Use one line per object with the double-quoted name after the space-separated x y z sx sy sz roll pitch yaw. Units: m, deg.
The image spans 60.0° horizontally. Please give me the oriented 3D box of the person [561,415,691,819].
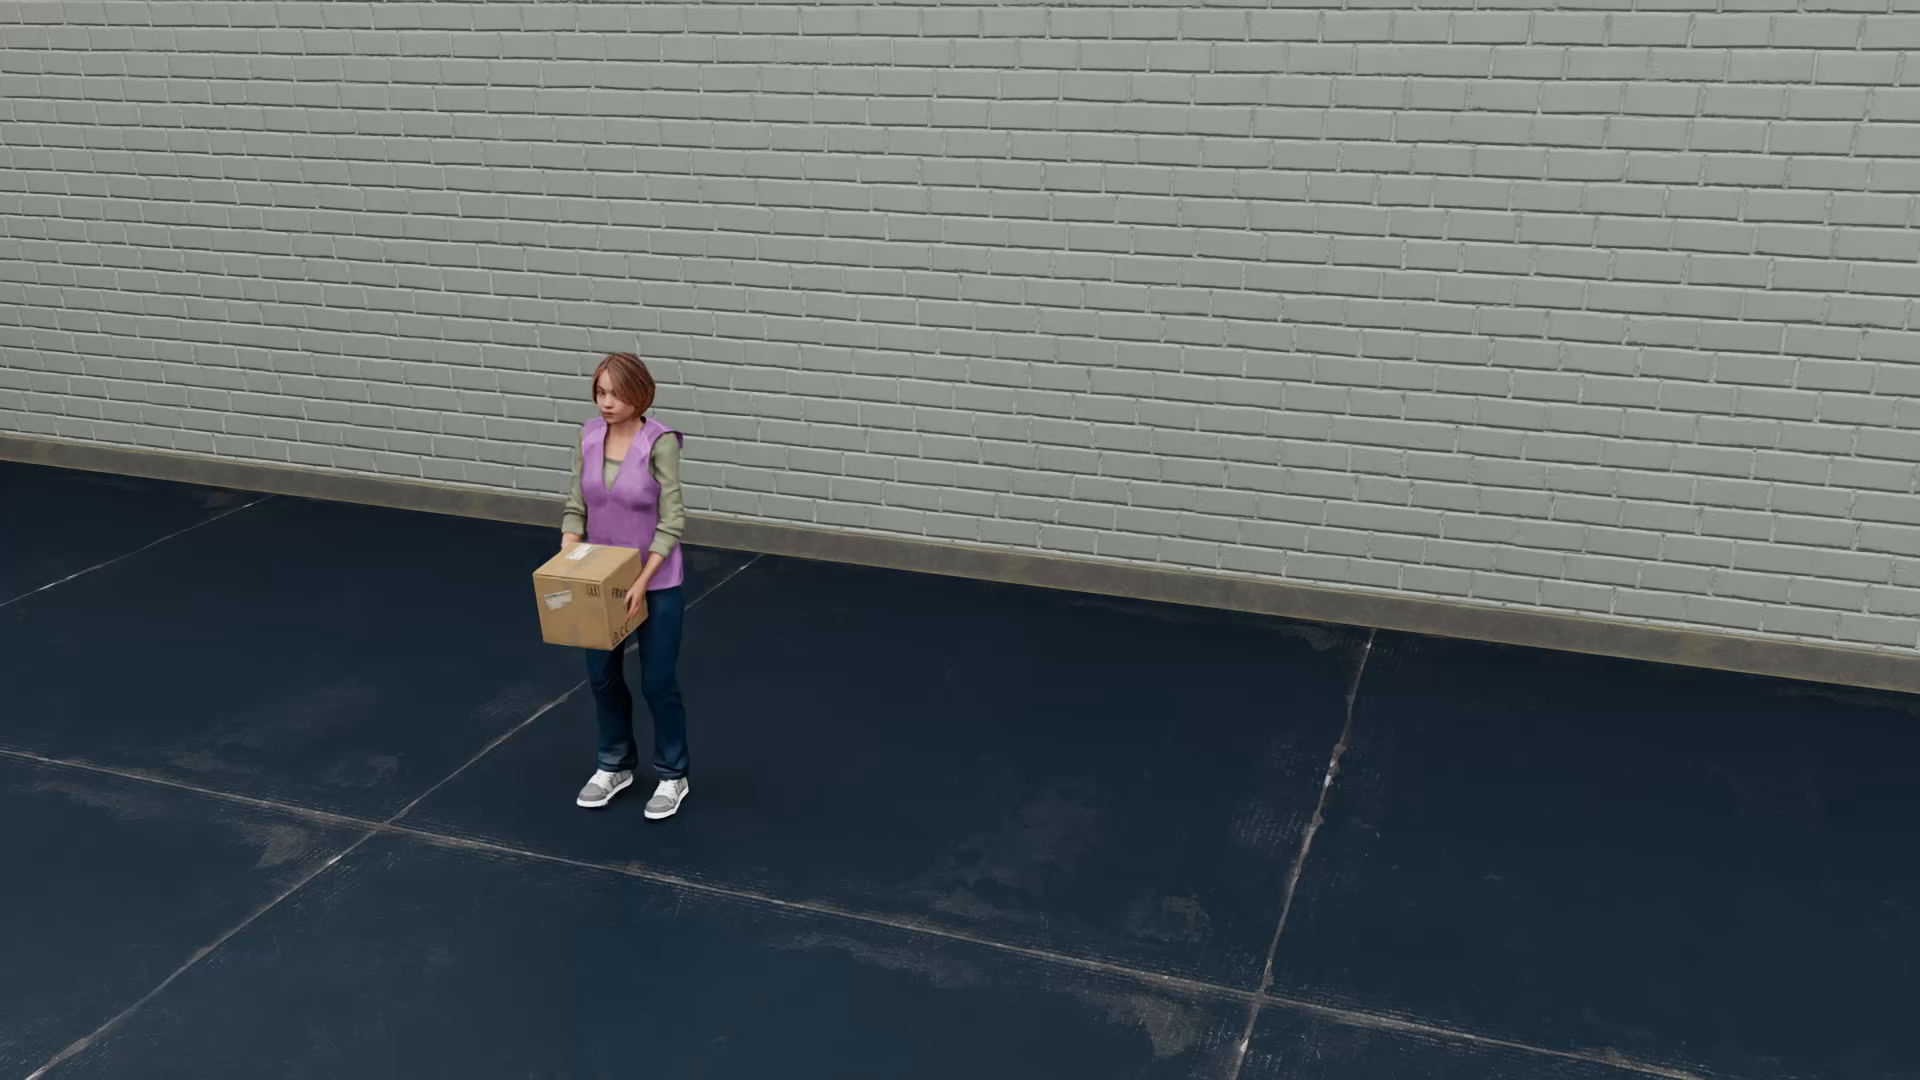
-6.194 -0.676 5.583 10.230 3.194 3.135 6 20 18 "person"
